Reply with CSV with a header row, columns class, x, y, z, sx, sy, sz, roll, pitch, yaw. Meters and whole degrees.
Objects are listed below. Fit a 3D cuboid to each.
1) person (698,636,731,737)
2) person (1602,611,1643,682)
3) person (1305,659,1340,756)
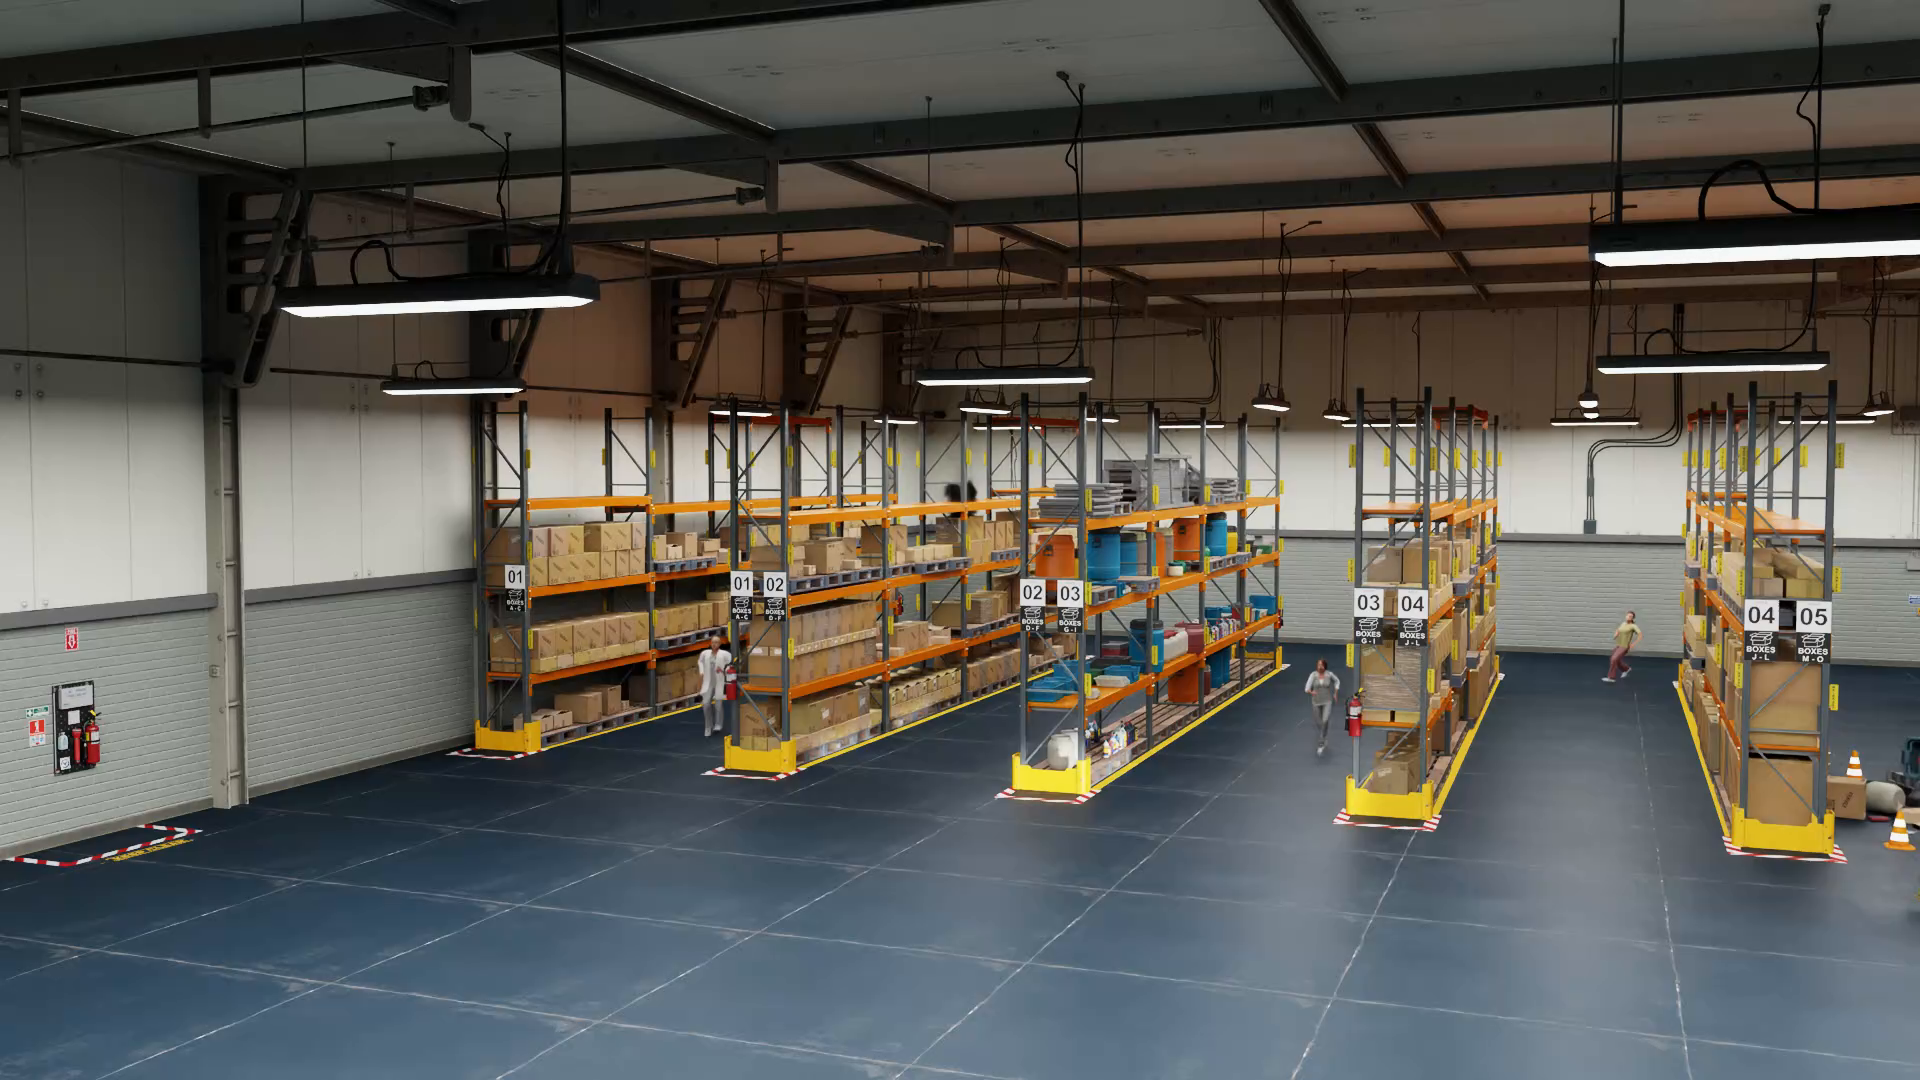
class,x,y,z,sx,sy,sz,roll,pitch,yaw
person,-4.443,2.661,30.130,0.681,1.837,0.829,0,3,1
person,14.812,2.387,37.150,0.764,1.599,0.646,-1,3,-17
person,6.192,2.835,28.427,0.569,1.641,0.826,1,3,17
